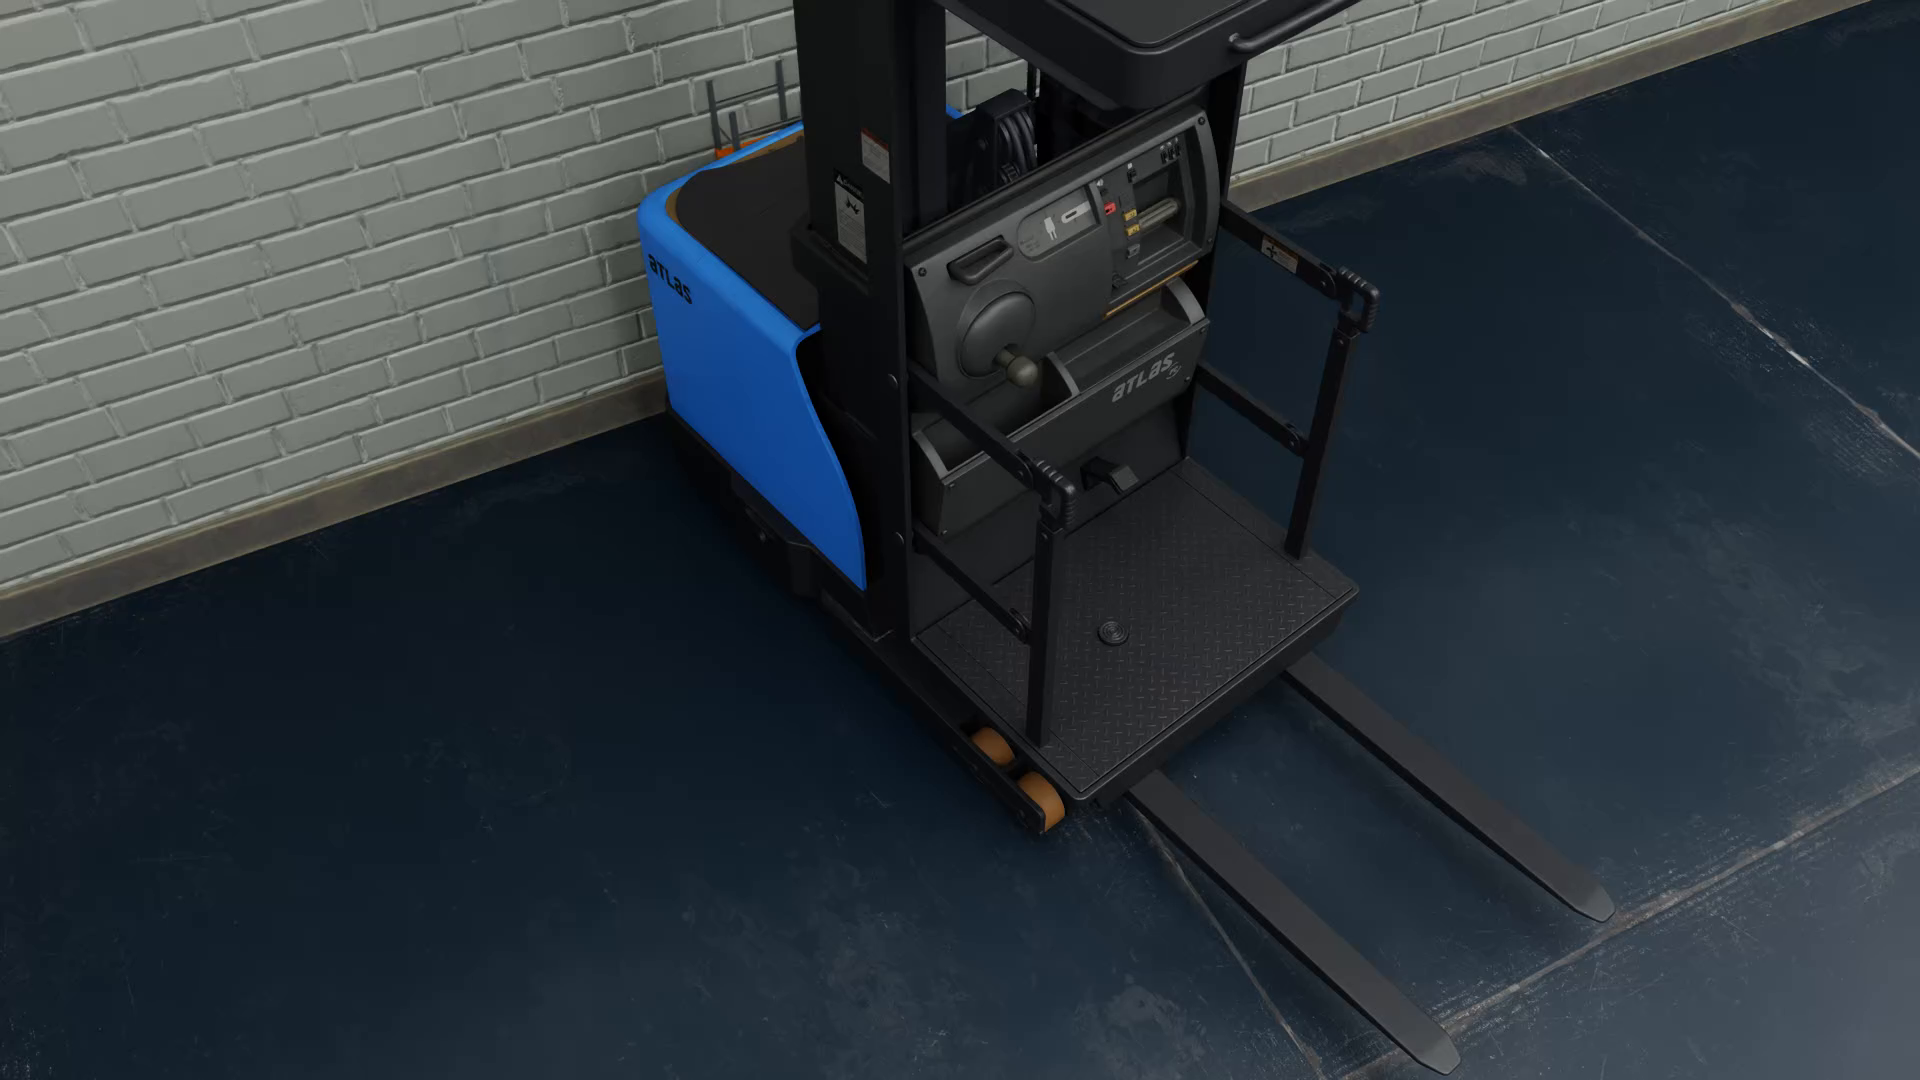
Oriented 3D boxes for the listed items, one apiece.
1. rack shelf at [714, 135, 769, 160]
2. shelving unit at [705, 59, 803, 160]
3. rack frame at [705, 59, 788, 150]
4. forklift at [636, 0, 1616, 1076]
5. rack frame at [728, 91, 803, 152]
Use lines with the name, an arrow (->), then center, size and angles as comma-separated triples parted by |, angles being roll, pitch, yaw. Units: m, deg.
rack shelf -> -0.590, -1.131, 5.041 | 0.258, 0.103, 0.180 | -22, 52, -17
shelving unit -> -0.584, -0.922, 5.277 | 0.258, 1.200, 0.189 | -22, 52, -17
rack frame -> -0.626, -0.982, 5.332 | 0.240, 1.200, 0.006 | -22, 52, -17
forklift -> 0.407, -0.604, 3.831 | 1.130, 2.935, 3.031 | -33, 56, -25
rack frame -> -0.542, -0.861, 5.223 | 0.240, 1.200, 0.006 | -22, 52, -17
